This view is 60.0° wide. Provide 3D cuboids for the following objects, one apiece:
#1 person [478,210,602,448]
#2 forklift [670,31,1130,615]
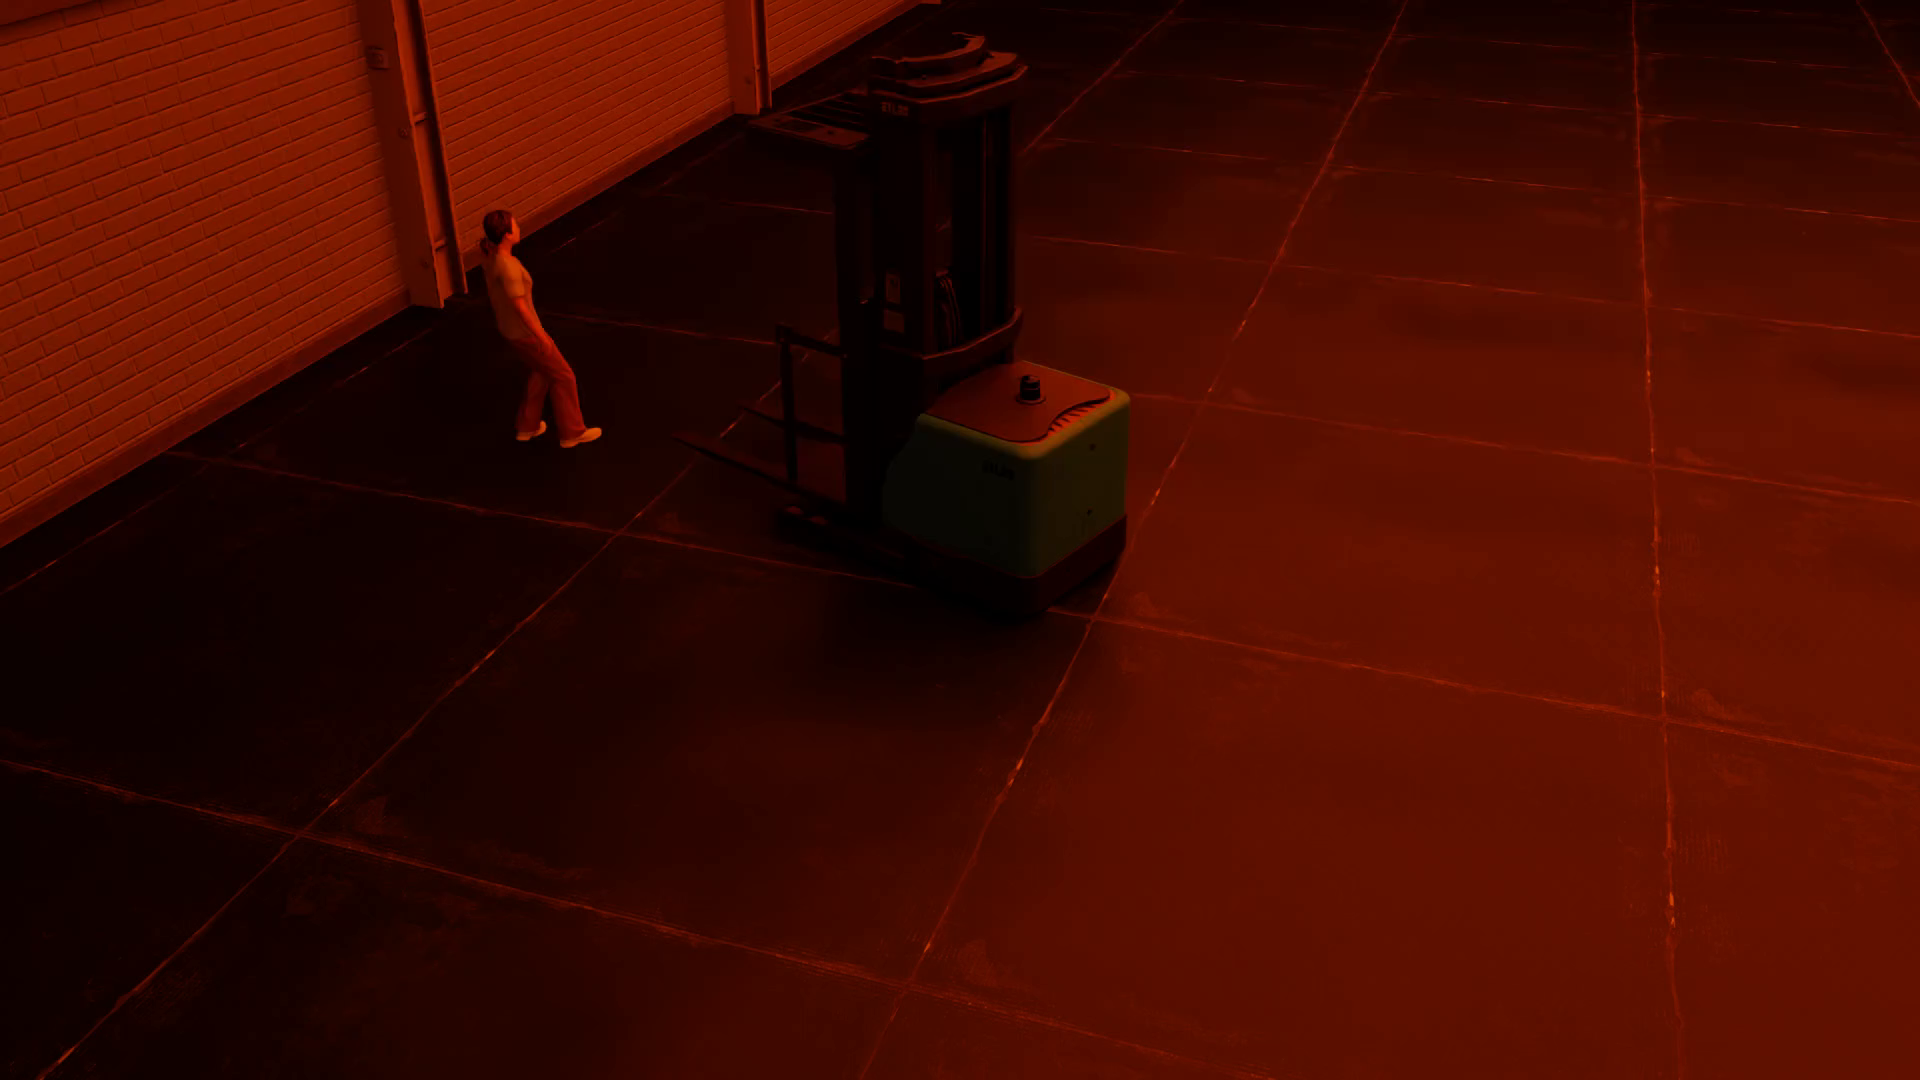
[{"bbox_3d":[-2.765,-1.388,10.895,0.622,1.635,0.622,-16,33,-26],"label":"person"},{"bbox_3d":[-0.495,-1.439,9.661,3.031,2.935,1.130,21,36,32],"label":"forklift"}]
